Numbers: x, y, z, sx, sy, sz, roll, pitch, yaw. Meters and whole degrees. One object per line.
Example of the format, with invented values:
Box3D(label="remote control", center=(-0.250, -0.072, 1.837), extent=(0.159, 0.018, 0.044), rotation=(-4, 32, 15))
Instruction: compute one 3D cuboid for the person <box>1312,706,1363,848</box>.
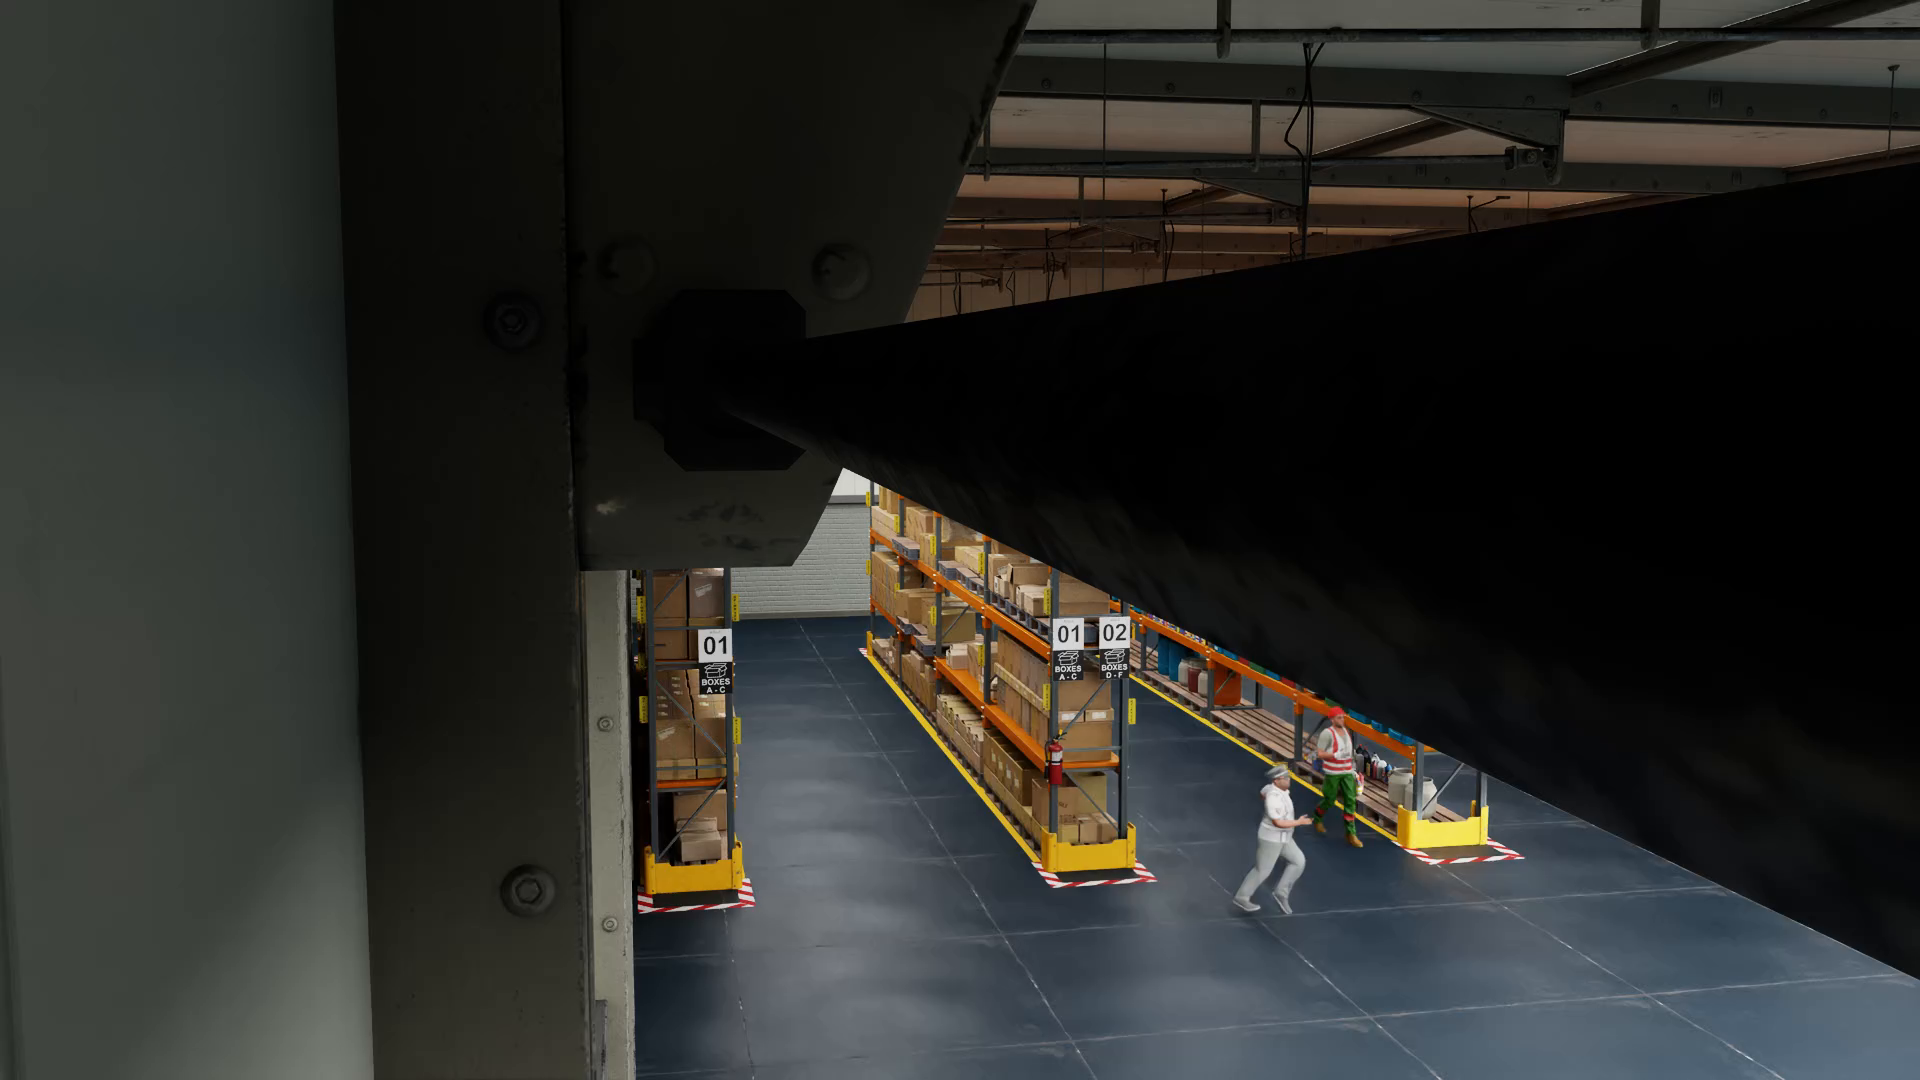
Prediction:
Box3D(label="person", center=(5.022, 3.104, 22.080), extent=(0.652, 1.793, 0.896), rotation=(-3, 7, -25))

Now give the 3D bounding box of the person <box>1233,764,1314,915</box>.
Box3D(label="person", center=(3.639, 3.453, 19.196), extent=(0.896, 1.808, 0.674), rotation=(3, 7, 24))
